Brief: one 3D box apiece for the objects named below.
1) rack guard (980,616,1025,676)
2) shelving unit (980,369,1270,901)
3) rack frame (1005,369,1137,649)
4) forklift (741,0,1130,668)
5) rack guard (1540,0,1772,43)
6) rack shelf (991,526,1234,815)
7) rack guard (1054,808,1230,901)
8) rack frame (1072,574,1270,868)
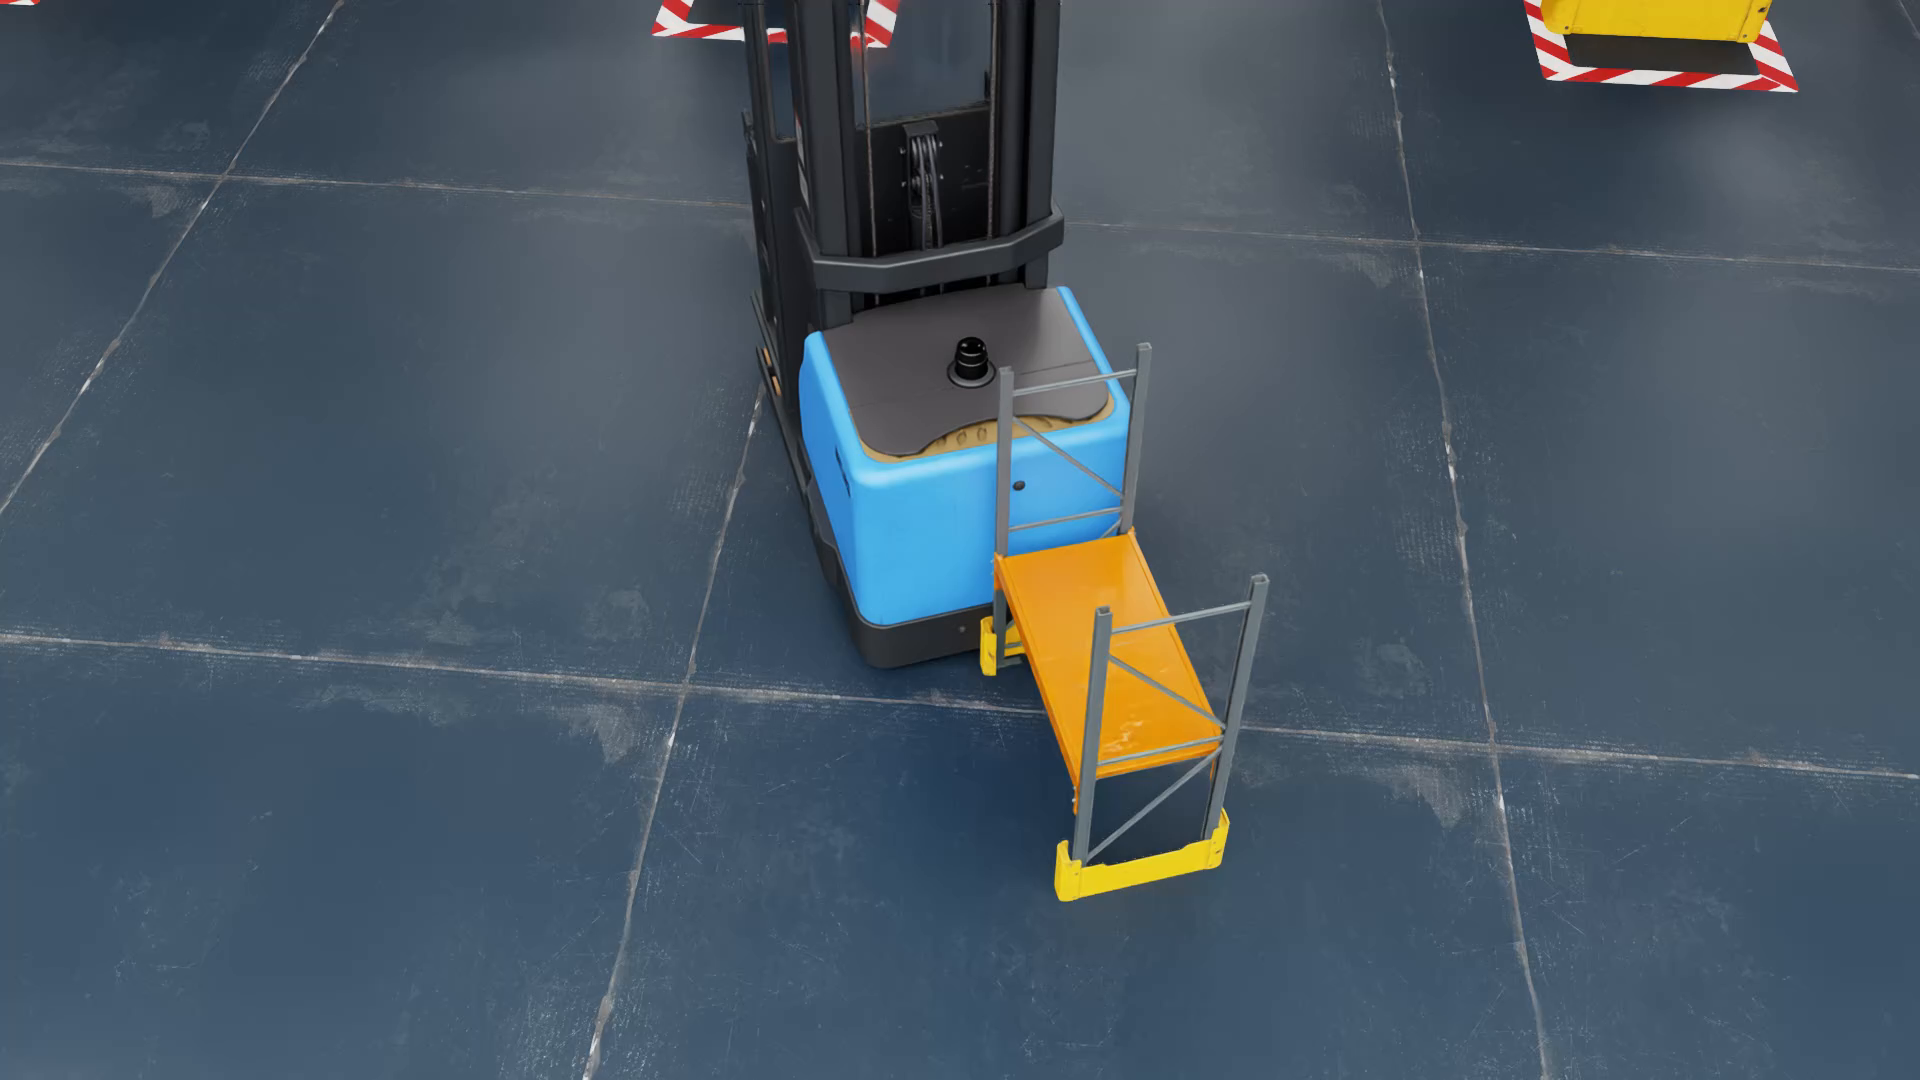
[{"bbox_3d":[0.367,0.353,6.284,0.587,0.250,0.087,-11,48,-10],"label":"rack guard"},{"bbox_3d":[0.490,0.287,5.497,0.587,1.500,1.083,-11,48,-10],"label":"shelving unit"},{"bbox_3d":[0.368,-0.070,5.824,0.475,1.308,0.013,-11,48,-10],"label":"rack frame"},{"bbox_3d":[-0.271,-1.620,6.272,1.130,2.935,3.031,-12,49,-11],"label":"forklift"},{"bbox_3d":[3.916,-3.118,9.289,1.175,0.500,0.348,4,48,4],"label":"rack guard"},{"bbox_3d":[0.492,0.415,5.624,0.538,0.185,1.000,-11,48,-10],"label":"rack shelf"},{"bbox_3d":[0.613,1.065,5.633,0.587,0.250,0.087,-11,48,-10],"label":"rack guard"},{"bbox_3d":[0.618,0.657,5.159,0.500,1.500,0.032,-11,48,-10],"label":"rack frame"}]
